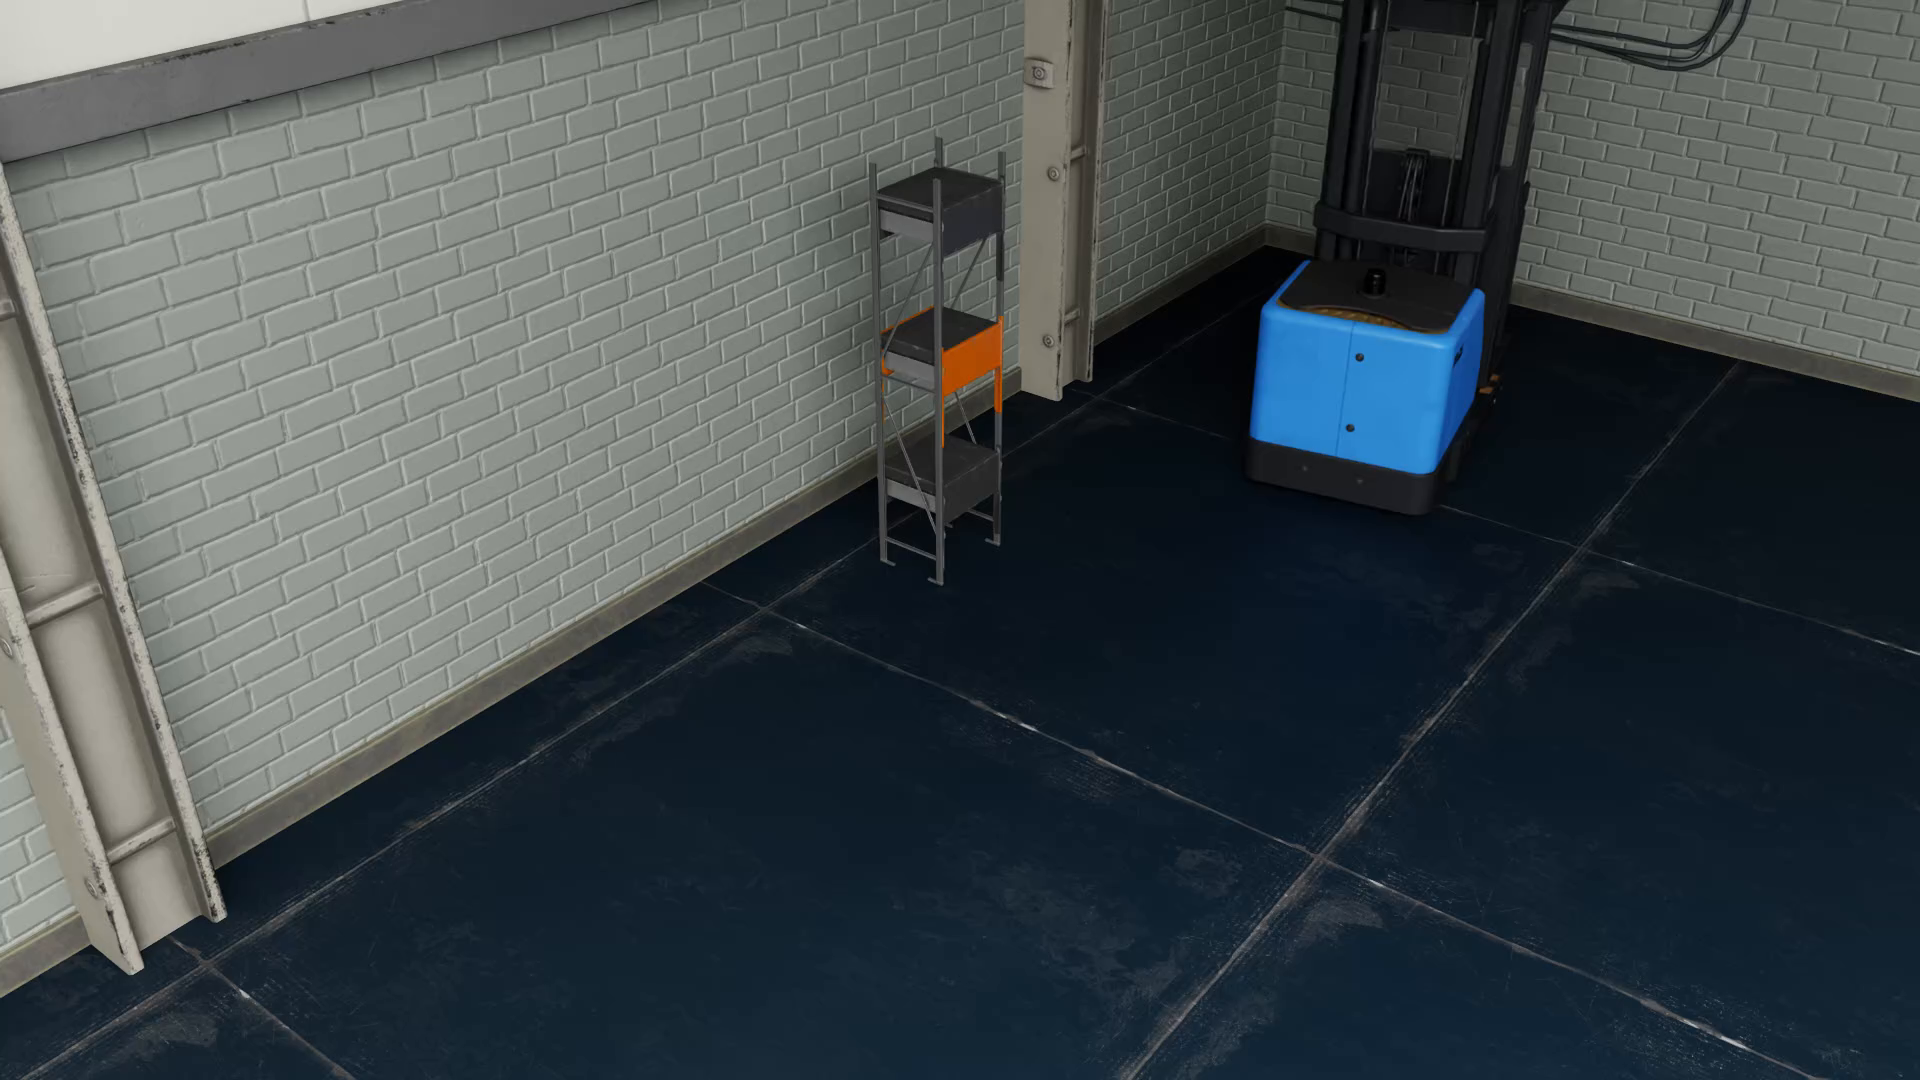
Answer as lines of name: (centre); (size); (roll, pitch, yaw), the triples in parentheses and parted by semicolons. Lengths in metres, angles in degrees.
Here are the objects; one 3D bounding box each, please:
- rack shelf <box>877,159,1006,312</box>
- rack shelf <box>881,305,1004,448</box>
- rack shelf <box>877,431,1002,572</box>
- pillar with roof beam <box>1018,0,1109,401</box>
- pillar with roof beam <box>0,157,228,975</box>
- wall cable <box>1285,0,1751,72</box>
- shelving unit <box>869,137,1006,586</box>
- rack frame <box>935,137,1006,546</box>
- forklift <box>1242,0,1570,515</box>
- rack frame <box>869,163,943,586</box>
rack shelf: (-0.100, -1.426, 7.751); (0.431, 0.518, 0.480); (21, 37, 31)
rack shelf: (-0.100, -0.824, 8.108); (0.431, 0.518, 0.480); (21, 37, 31)
rack shelf: (-0.100, -0.222, 8.465); (0.431, 0.518, 0.480); (21, 37, 31)
pillar with roof beam: (4.025, -3.523, 5.868); (9.100, 9.000, 0.400); (21, 37, 31)
pillar with roof beam: (0.404, -1.084, 1.752); (9.100, 9.000, 0.400); (21, 37, 31)
wall cable: (3.426, -4.302, 10.229); (3.097, 2.526, 0.112); (21, 37, 31)
shelving unit: (-0.100, -0.836, 8.101); (0.431, 2.100, 0.503); (21, 37, 31)
rack frame: (0.047, -0.935, 8.268); (0.400, 2.100, 0.015); (21, 37, 31)
forklift: (2.683, -2.121, 9.453); (1.130, 2.935, 3.031); (14, 34, 23)
rack frame: (-0.247, -0.737, 7.934); (0.400, 2.100, 0.015); (21, 37, 31)
